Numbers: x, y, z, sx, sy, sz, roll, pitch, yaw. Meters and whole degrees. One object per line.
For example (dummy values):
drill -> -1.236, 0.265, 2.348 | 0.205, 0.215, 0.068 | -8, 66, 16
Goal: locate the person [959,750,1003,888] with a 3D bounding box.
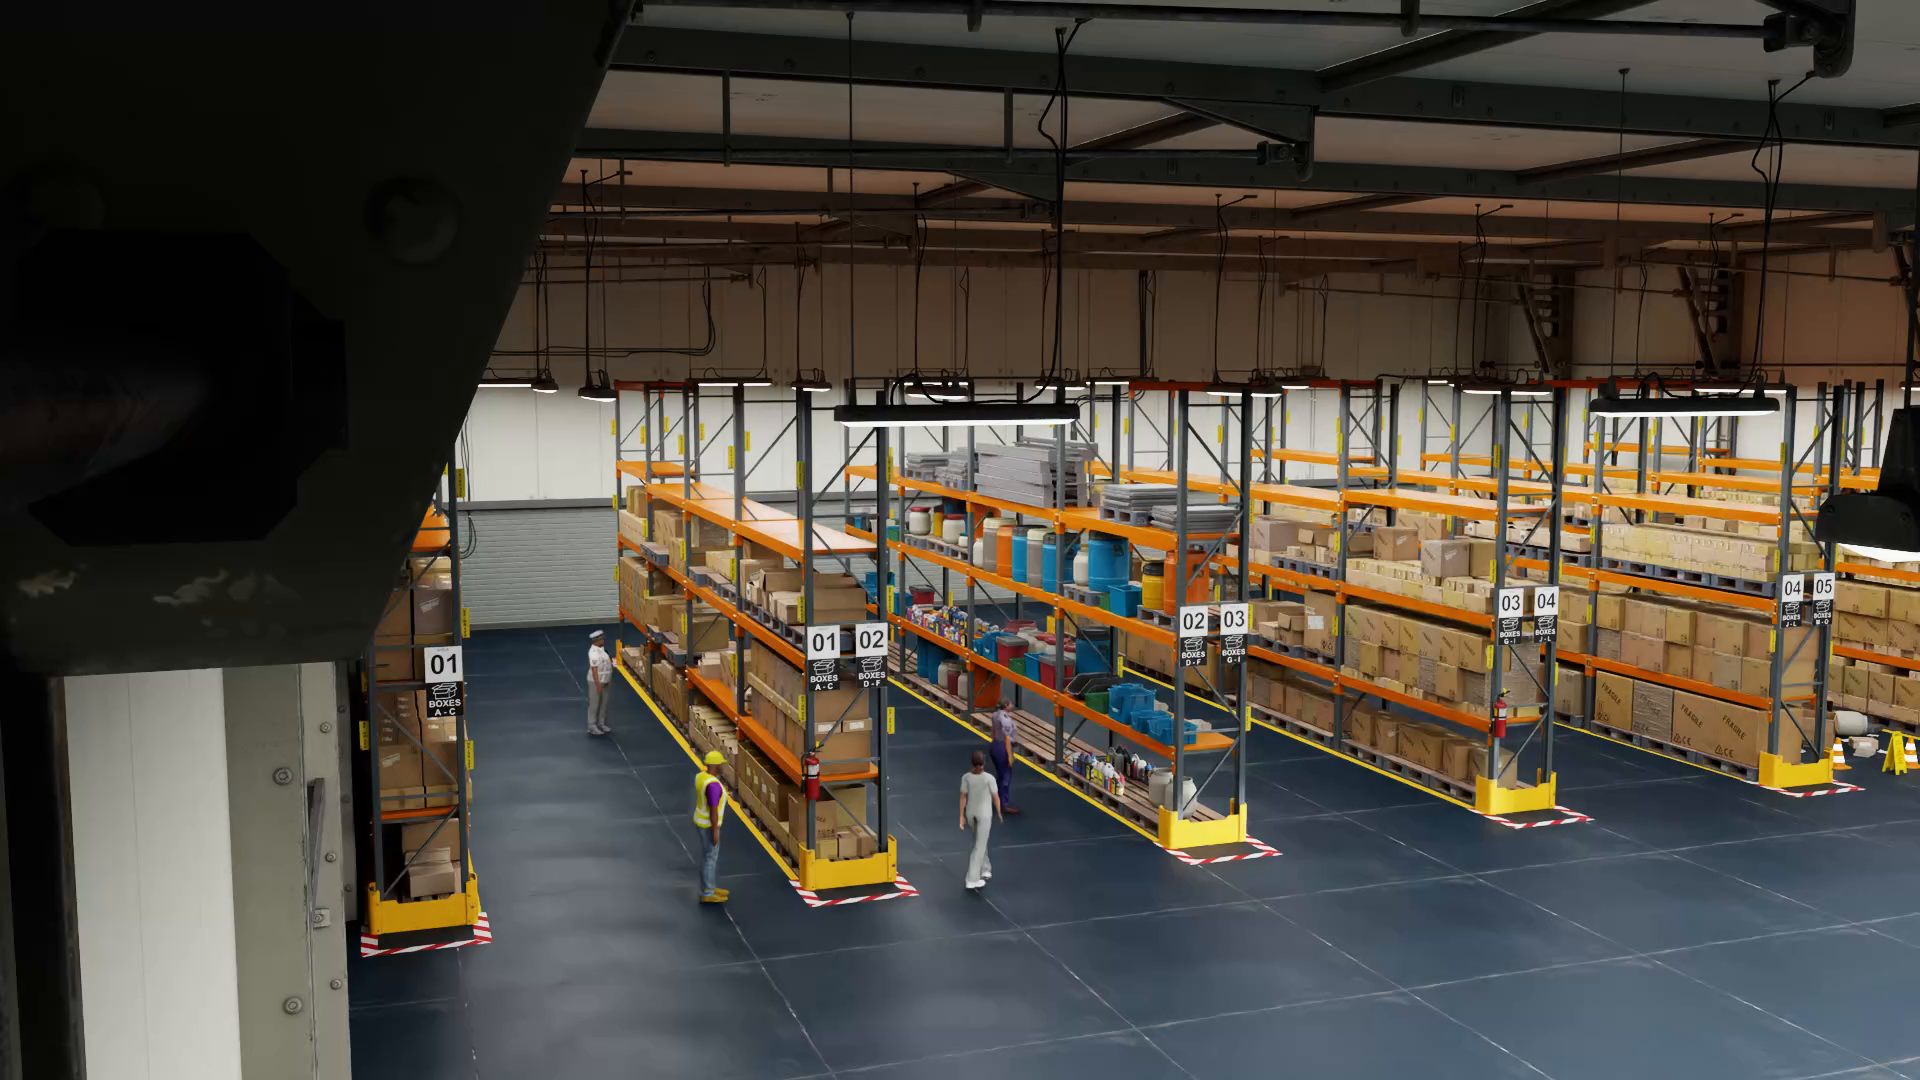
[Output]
person -> 0.270, 3.387, 20.250 | 0.432, 1.695, 0.761 | 4, 7, 34

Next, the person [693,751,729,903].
person -> -2.935, 3.373, 19.668 | 0.402, 1.782, 0.601 | -2, 6, -21

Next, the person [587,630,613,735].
person -> -6.193, 2.431, 28.589 | 0.407, 1.787, 0.593 | 1, 6, 14

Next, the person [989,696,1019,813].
person -> 0.609, 3.077, 23.604 | 0.357, 1.716, 0.545 | -2, 6, -18
